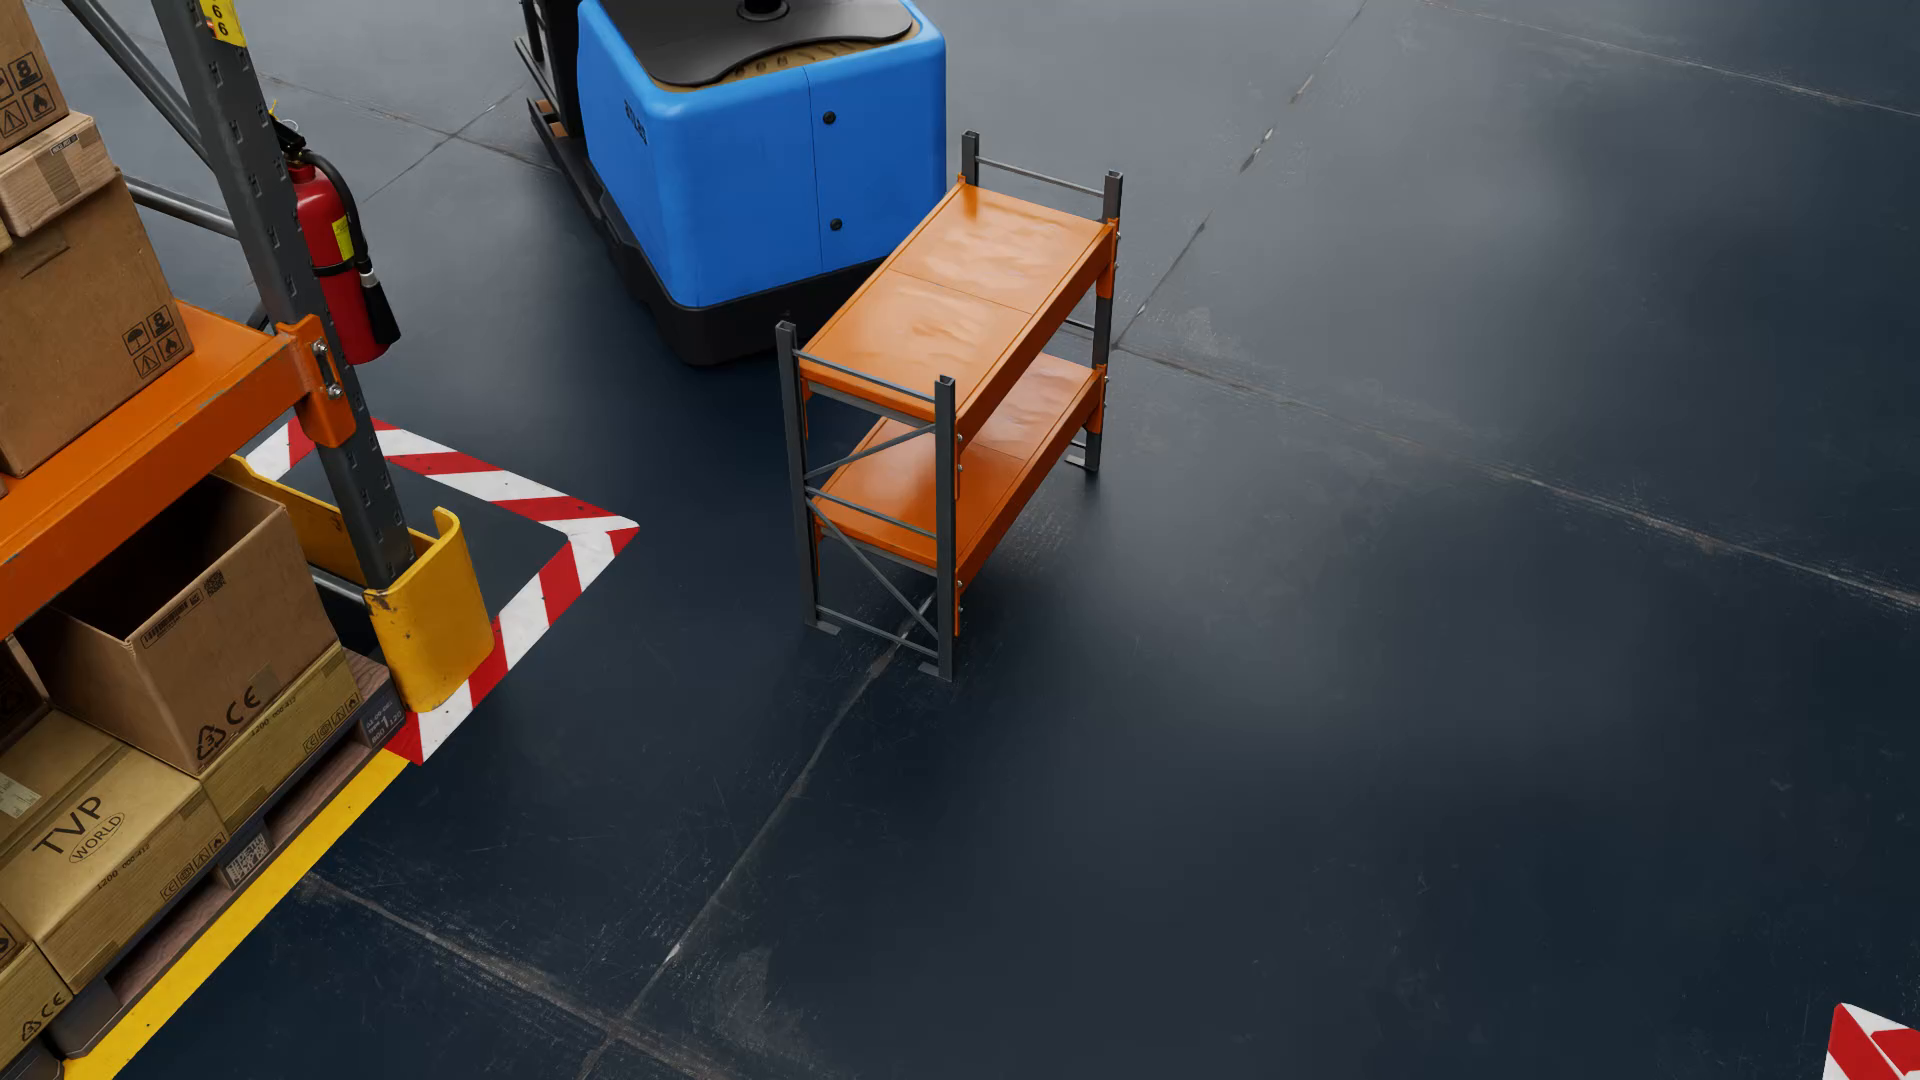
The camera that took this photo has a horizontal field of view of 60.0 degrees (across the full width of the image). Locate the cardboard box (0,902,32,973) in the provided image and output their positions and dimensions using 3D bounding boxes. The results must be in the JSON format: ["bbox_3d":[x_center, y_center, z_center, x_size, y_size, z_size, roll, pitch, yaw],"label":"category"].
[{"bbox_3d":[-2.404,0.798,3.463,0.500,0.500,0.500,20,49,19],"label":"cardboard box"}]

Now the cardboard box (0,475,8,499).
[{"bbox_3d":[-2.435,-0.241,3.309,0.700,0.500,0.500,22,49,20],"label":"cardboard box"}]

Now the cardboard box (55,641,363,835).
[{"bbox_3d":[-1.954,0.426,4.358,0.500,0.250,0.500,20,49,19],"label":"cardboard box"}]

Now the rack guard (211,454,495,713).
[{"bbox_3d":[-1.956,0.035,4.864,1.175,0.500,0.348,20,49,19],"label":"rack guard"}]

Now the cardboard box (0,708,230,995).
[{"bbox_3d":[-2.176,0.745,4.043,0.500,0.250,0.500,20,49,19],"label":"cardboard box"}]

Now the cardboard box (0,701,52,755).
[{"bbox_3d":[-2.642,0.571,4.215,0.500,0.250,0.500,20,49,19],"label":"cardboard box"}]

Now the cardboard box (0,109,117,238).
[{"bbox_3d":[-1.976,-0.788,3.394,0.380,0.149,0.250,20,49,18],"label":"cardboard box"}]

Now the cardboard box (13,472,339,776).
[{"bbox_3d":[-1.952,0.163,4.091,0.500,0.500,0.500,20,49,19],"label":"cardboard box"}]

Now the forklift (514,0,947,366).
[{"bbox_3d":[-1.124,-2.688,5.846,1.130,2.935,3.031,-19,48,-18],"label":"forklift"}]

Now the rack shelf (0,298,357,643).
[{"bbox_3d":[-2.895,0.684,2.971,1.077,0.370,4.000,20,49,19],"label":"rack shelf"}]

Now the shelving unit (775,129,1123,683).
[{"bbox_3d":[-0.003,-0.391,4.846,0.538,1.125,1.048,20,49,19],"label":"shelving unit"}]

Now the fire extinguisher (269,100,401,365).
[{"bbox_3d":[-1.501,-0.723,3.910,0.296,0.674,0.183,20,49,19],"label":"fire extinguisher"}]

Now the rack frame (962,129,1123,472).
[{"bbox_3d":[0.233,-0.711,5.162,0.500,1.125,0.032,20,49,19],"label":"rack frame"}]

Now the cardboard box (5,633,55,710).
[{"bbox_3d":[-2.413,0.255,4.527,0.500,0.250,0.500,20,49,19],"label":"cardboard box"}]

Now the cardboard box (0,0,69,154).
[{"bbox_3d":[-2.220,-0.997,3.144,0.700,0.500,0.500,21,49,19],"label":"cardboard box"}]

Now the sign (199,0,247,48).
[{"bbox_3d":[-1.493,-1.131,3.278,0.100,0.325,0.005,20,49,19],"label":"sign"}]

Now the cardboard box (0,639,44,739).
[{"bbox_3d":[-2.643,0.307,3.949,0.500,0.500,0.500,20,49,19],"label":"cardboard box"}]

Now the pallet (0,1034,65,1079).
[{"bbox_3d":[-2.852,1.413,3.705,1.003,0.211,1.213,20,49,19],"label":"pallet"}]

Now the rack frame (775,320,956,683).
[{"bbox_3d":[-0.239,-0.071,4.529,0.500,1.125,0.032,20,49,19],"label":"rack frame"}]

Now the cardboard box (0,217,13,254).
[{"bbox_3d":[-2.096,-0.623,3.230,0.380,0.149,0.250,22,49,20],"label":"cardboard box"}]

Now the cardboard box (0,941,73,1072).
[{"bbox_3d":[-2.406,1.060,3.731,0.500,0.250,0.500,20,49,19],"label":"cardboard box"}]

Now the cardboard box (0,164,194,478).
[{"bbox_3d":[-2.195,-0.574,3.638,0.700,0.500,0.500,20,49,19],"label":"cardboard box"}]

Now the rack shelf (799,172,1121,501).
[{"bbox_3d":[-0.003,-0.597,4.638,0.538,0.278,1.000,20,49,19],"label":"rack shelf"}]

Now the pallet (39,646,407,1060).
[{"bbox_3d":[-2.285,0.647,4.462,1.003,0.211,1.213,20,49,19],"label":"pallet"}]

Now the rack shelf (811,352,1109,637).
[{"bbox_3d":[-0.003,-0.219,5.020,0.538,0.278,1.000,20,49,19],"label":"rack shelf"}]

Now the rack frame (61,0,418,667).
[{"bbox_3d":[-1.967,-0.829,3.960,1.000,3.000,0.127,20,49,19],"label":"rack frame"}]
